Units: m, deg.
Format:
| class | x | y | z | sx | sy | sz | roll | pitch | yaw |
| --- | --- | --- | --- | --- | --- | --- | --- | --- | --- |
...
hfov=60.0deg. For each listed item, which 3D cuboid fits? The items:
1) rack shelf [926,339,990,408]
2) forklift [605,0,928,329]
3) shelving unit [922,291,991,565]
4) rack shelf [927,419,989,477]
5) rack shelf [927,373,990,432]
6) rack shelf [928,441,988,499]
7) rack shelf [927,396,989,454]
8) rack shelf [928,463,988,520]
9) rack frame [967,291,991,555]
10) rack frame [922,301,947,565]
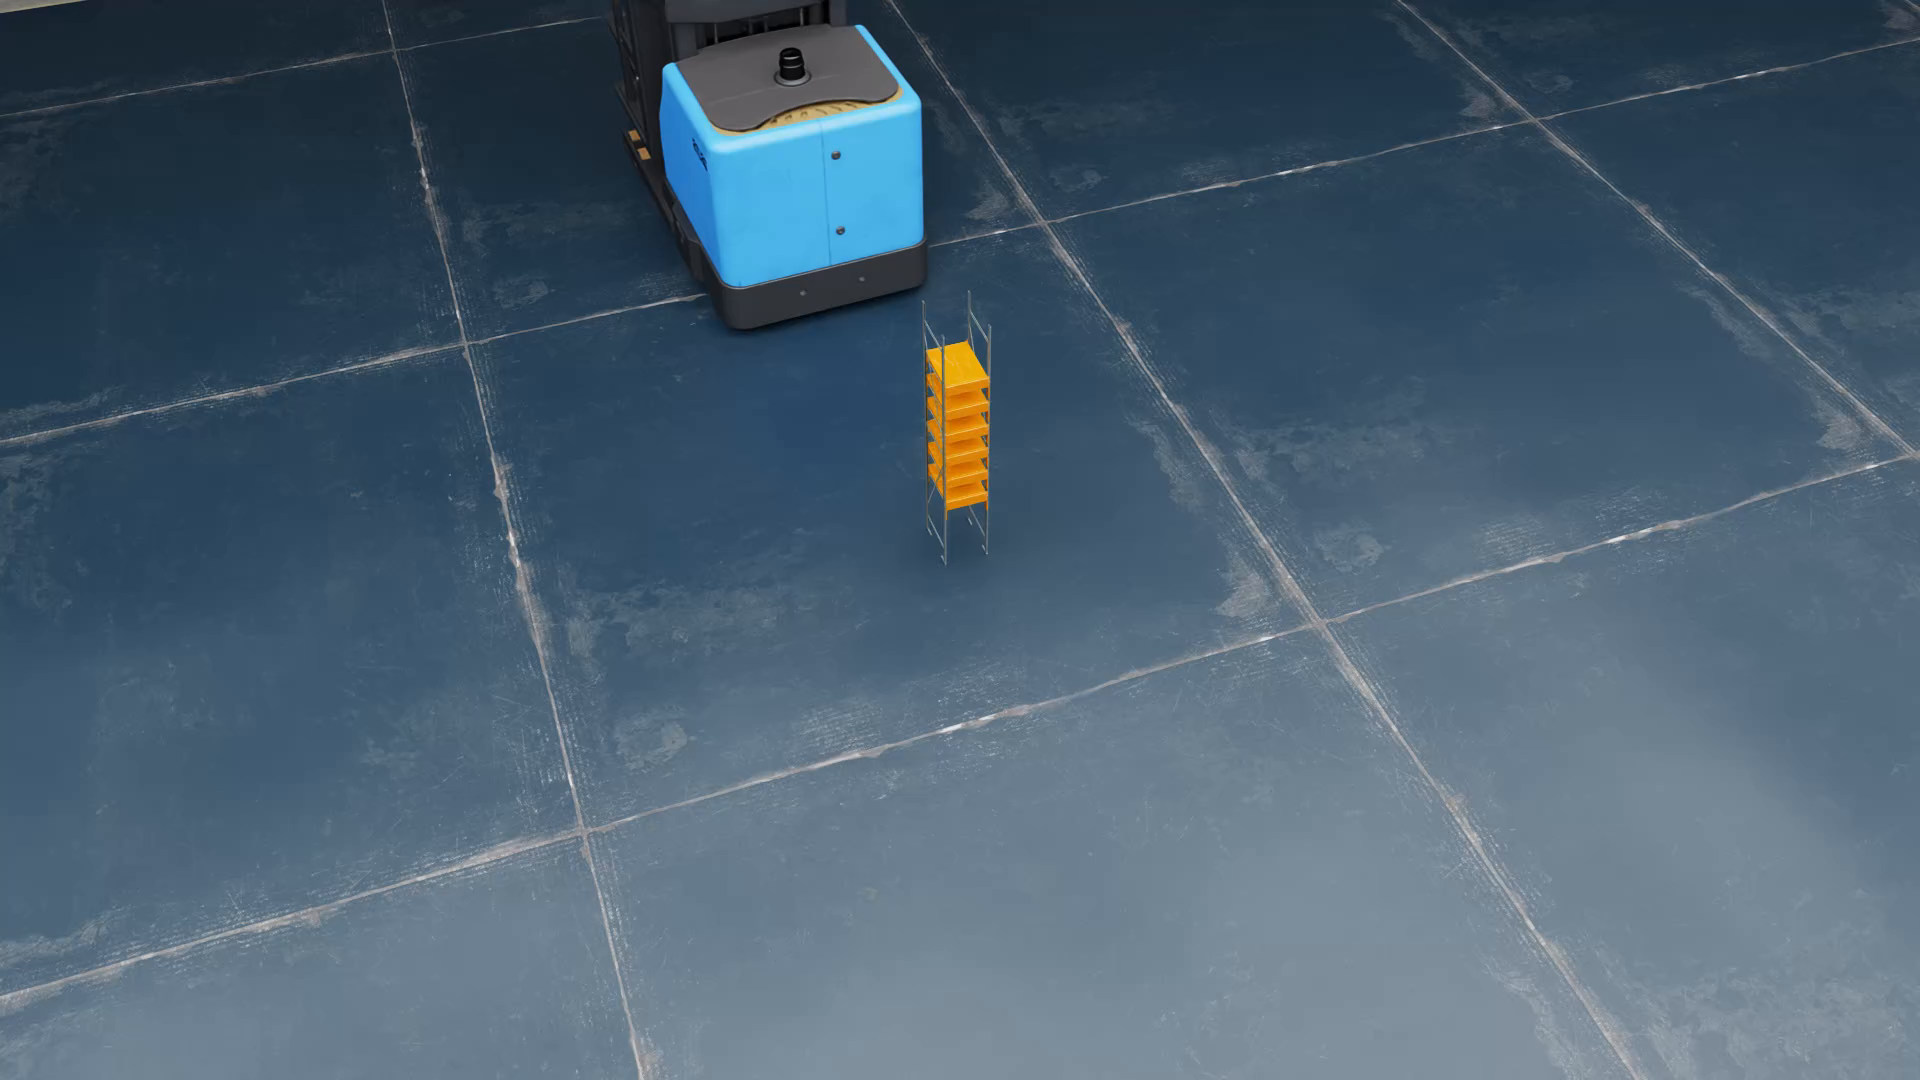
| class | x | y | z | sx | sy | sz | roll | pitch | yaw |
| --- | --- | --- | --- | --- | --- | --- | --- | --- | --- |
| rack shelf | -0.014 | -0.643 | 6.407 | 0.180 | 0.103 | 0.258 | -14 | 47 | -14 |
| forklift | -1.200 | -3.102 | 8.081 | 1.130 | 2.935 | 3.031 | -17 | 47 | -16 |
| shelving unit | -0.014 | -0.420 | 6.631 | 0.189 | 1.200 | 0.258 | -14 | 47 | -14 |
| rack shelf | -0.014 | -0.389 | 6.662 | 0.180 | 0.103 | 0.258 | -14 | 47 | -14 |
| rack shelf | -0.014 | -0.558 | 6.492 | 0.180 | 0.103 | 0.258 | -14 | 47 | -14 |
| rack shelf | -0.014 | -0.304 | 6.747 | 0.180 | 0.103 | 0.258 | -14 | 47 | -14 |
| rack shelf | -0.014 | -0.473 | 6.577 | 0.180 | 0.103 | 0.258 | -14 | 47 | -14 |
| rack shelf | -0.014 | -0.219 | 6.832 | 0.180 | 0.103 | 0.258 | -14 | 47 | -14 |
| rack frame | 0.072 | -0.442 | 6.653 | 0.006 | 1.200 | 0.240 | -14 | 47 | -14 |
| rack frame | -0.100 | -0.398 | 6.609 | 0.006 | 1.200 | 0.240 | -14 | 47 | -14 |
